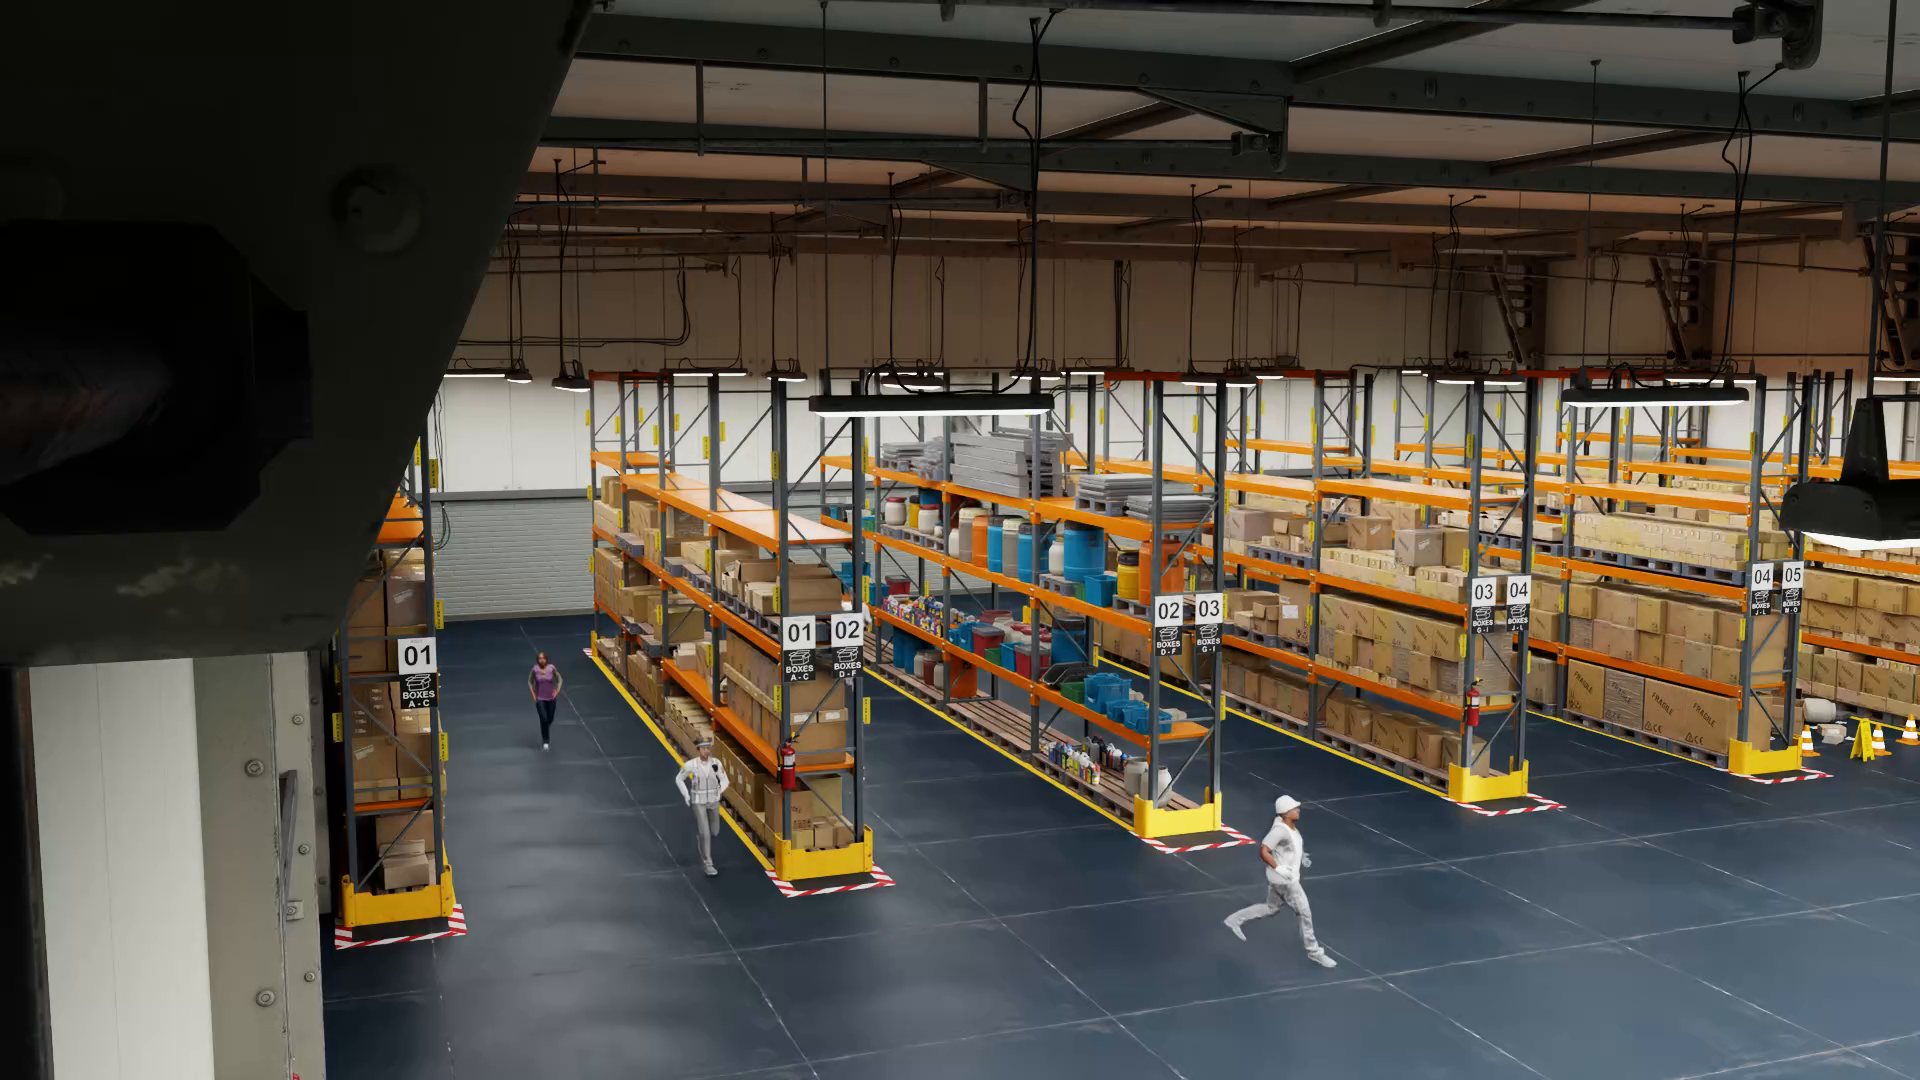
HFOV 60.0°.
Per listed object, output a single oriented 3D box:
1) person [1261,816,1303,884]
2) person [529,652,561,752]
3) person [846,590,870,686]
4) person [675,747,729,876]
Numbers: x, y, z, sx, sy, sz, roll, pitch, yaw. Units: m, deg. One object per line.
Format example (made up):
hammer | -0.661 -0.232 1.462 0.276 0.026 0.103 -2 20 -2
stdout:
person | 3.339 3.220 17.308 0.458 0.635 0.624 1 6 5
person | -6.691 2.570 26.812 0.525 1.602 0.659 -2 7 -16
person | -1.944 1.788 30.265 0.625 1.823 0.983 -3 7 -26
person | -3.156 3.238 20.440 0.639 1.625 0.832 -3 7 -26
